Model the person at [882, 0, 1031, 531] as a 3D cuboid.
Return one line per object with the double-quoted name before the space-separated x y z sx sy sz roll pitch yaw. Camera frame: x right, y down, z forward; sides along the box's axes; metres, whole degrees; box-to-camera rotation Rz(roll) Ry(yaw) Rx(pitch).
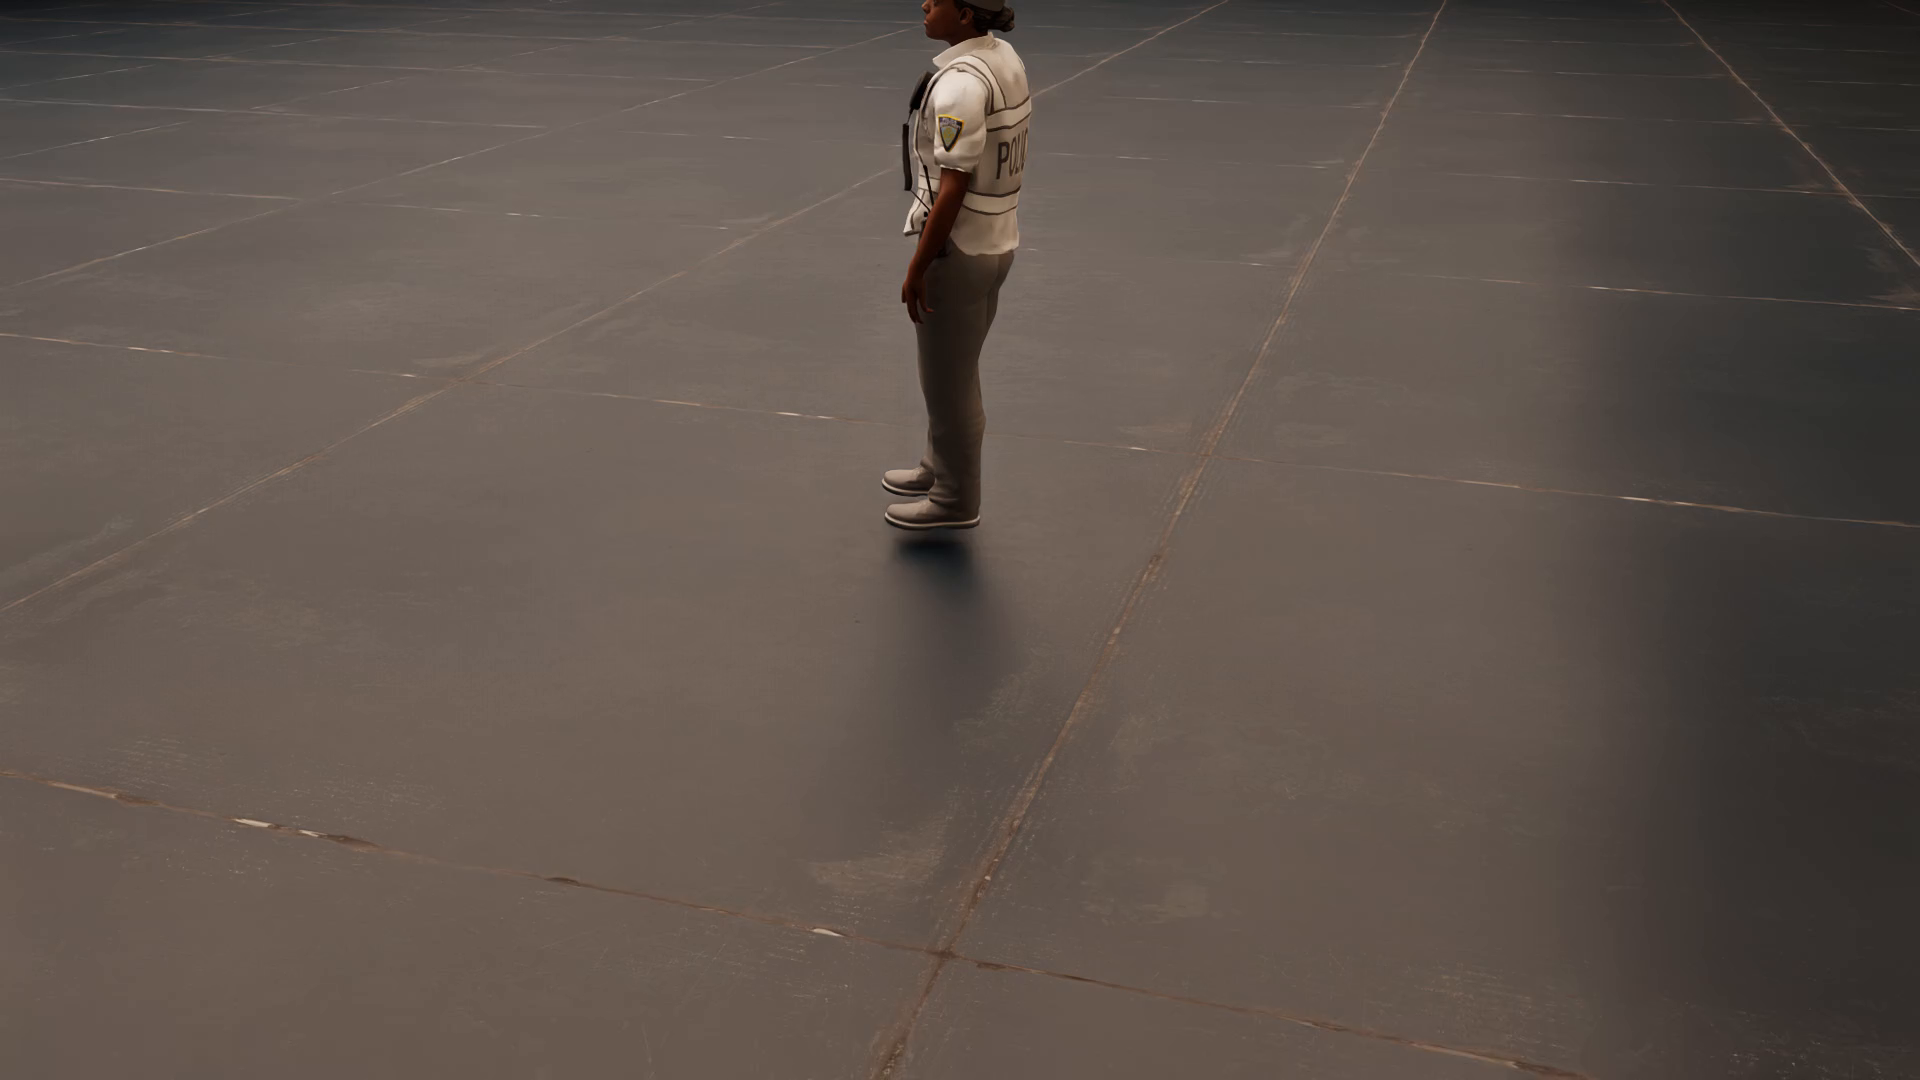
"person" -0.066 -0.843 4.817 0.528 1.695 0.569 7 23 16
